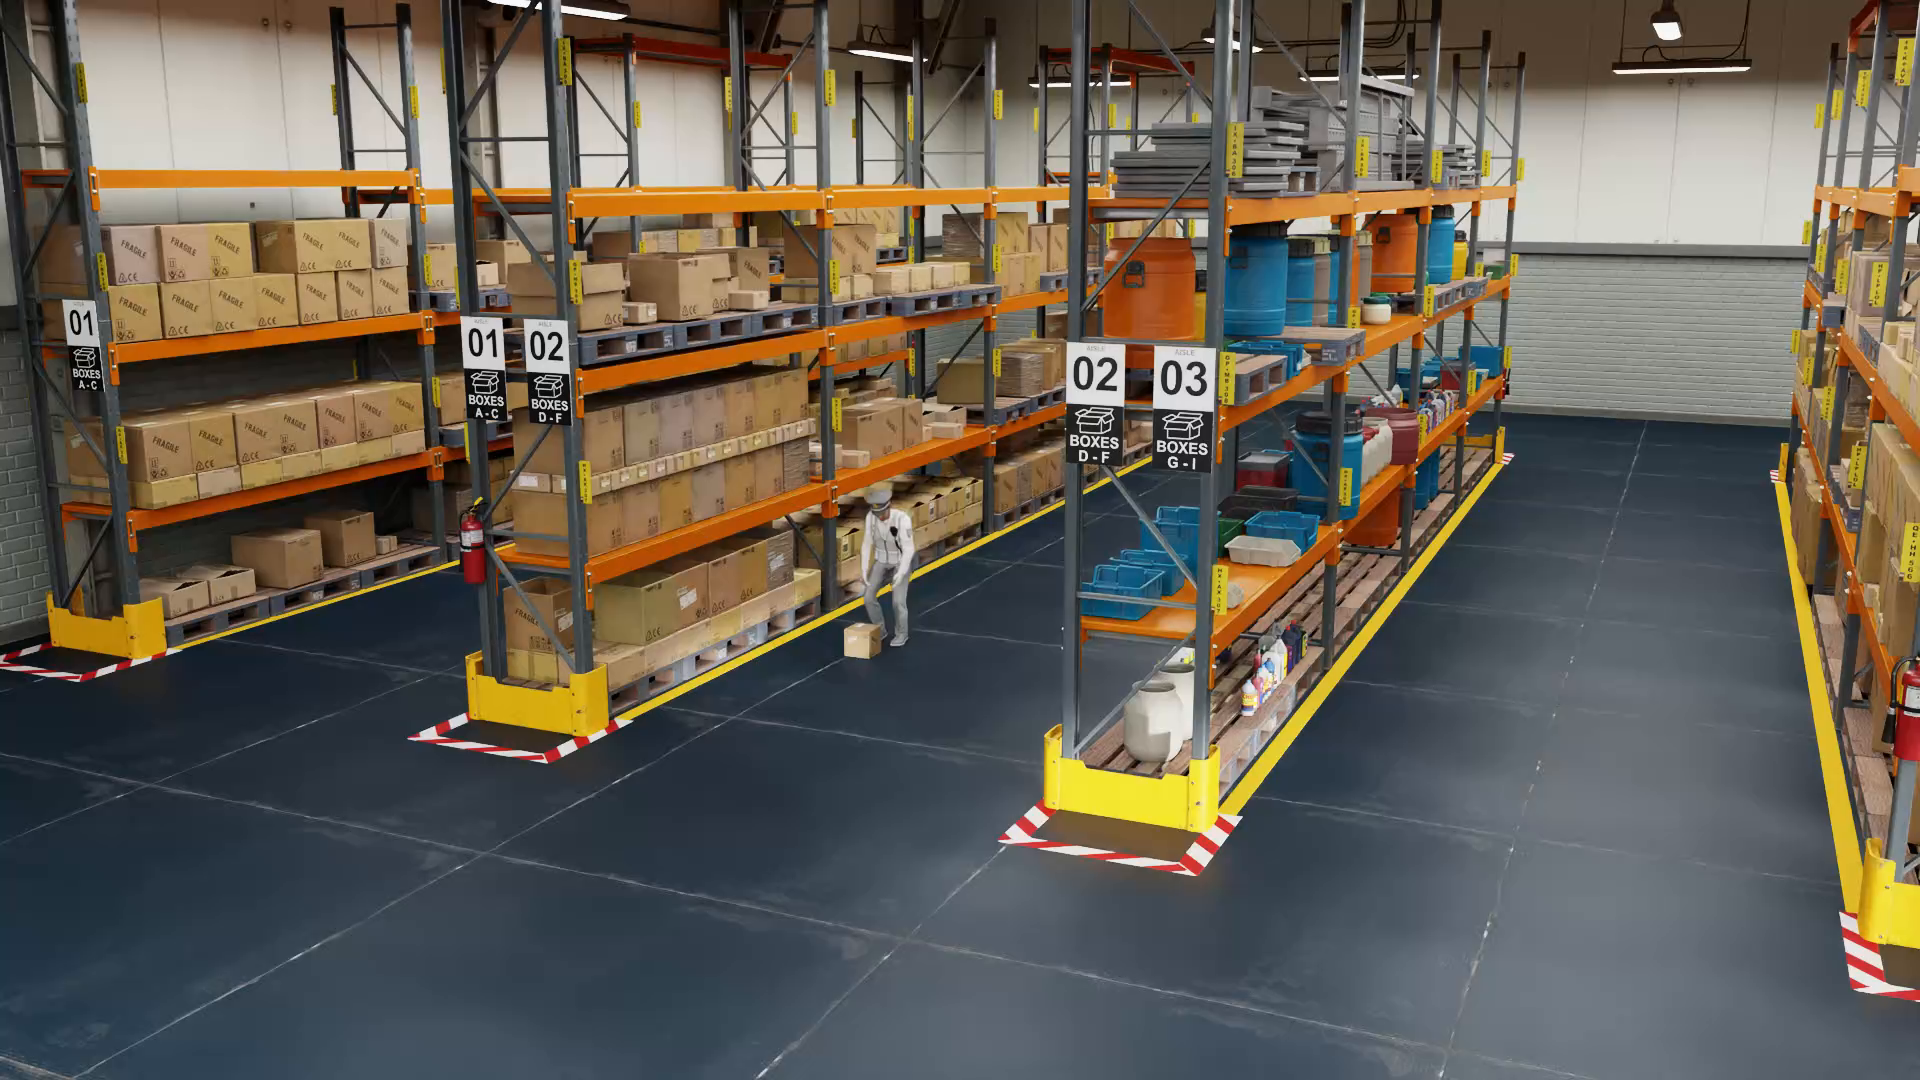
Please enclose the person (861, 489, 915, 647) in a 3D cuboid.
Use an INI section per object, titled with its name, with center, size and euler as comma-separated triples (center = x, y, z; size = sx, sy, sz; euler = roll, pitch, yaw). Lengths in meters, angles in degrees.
[person]
center = -0.650, 0.243, 15.319
size = 0.531, 1.479, 0.634
euler = 6, 14, 24
